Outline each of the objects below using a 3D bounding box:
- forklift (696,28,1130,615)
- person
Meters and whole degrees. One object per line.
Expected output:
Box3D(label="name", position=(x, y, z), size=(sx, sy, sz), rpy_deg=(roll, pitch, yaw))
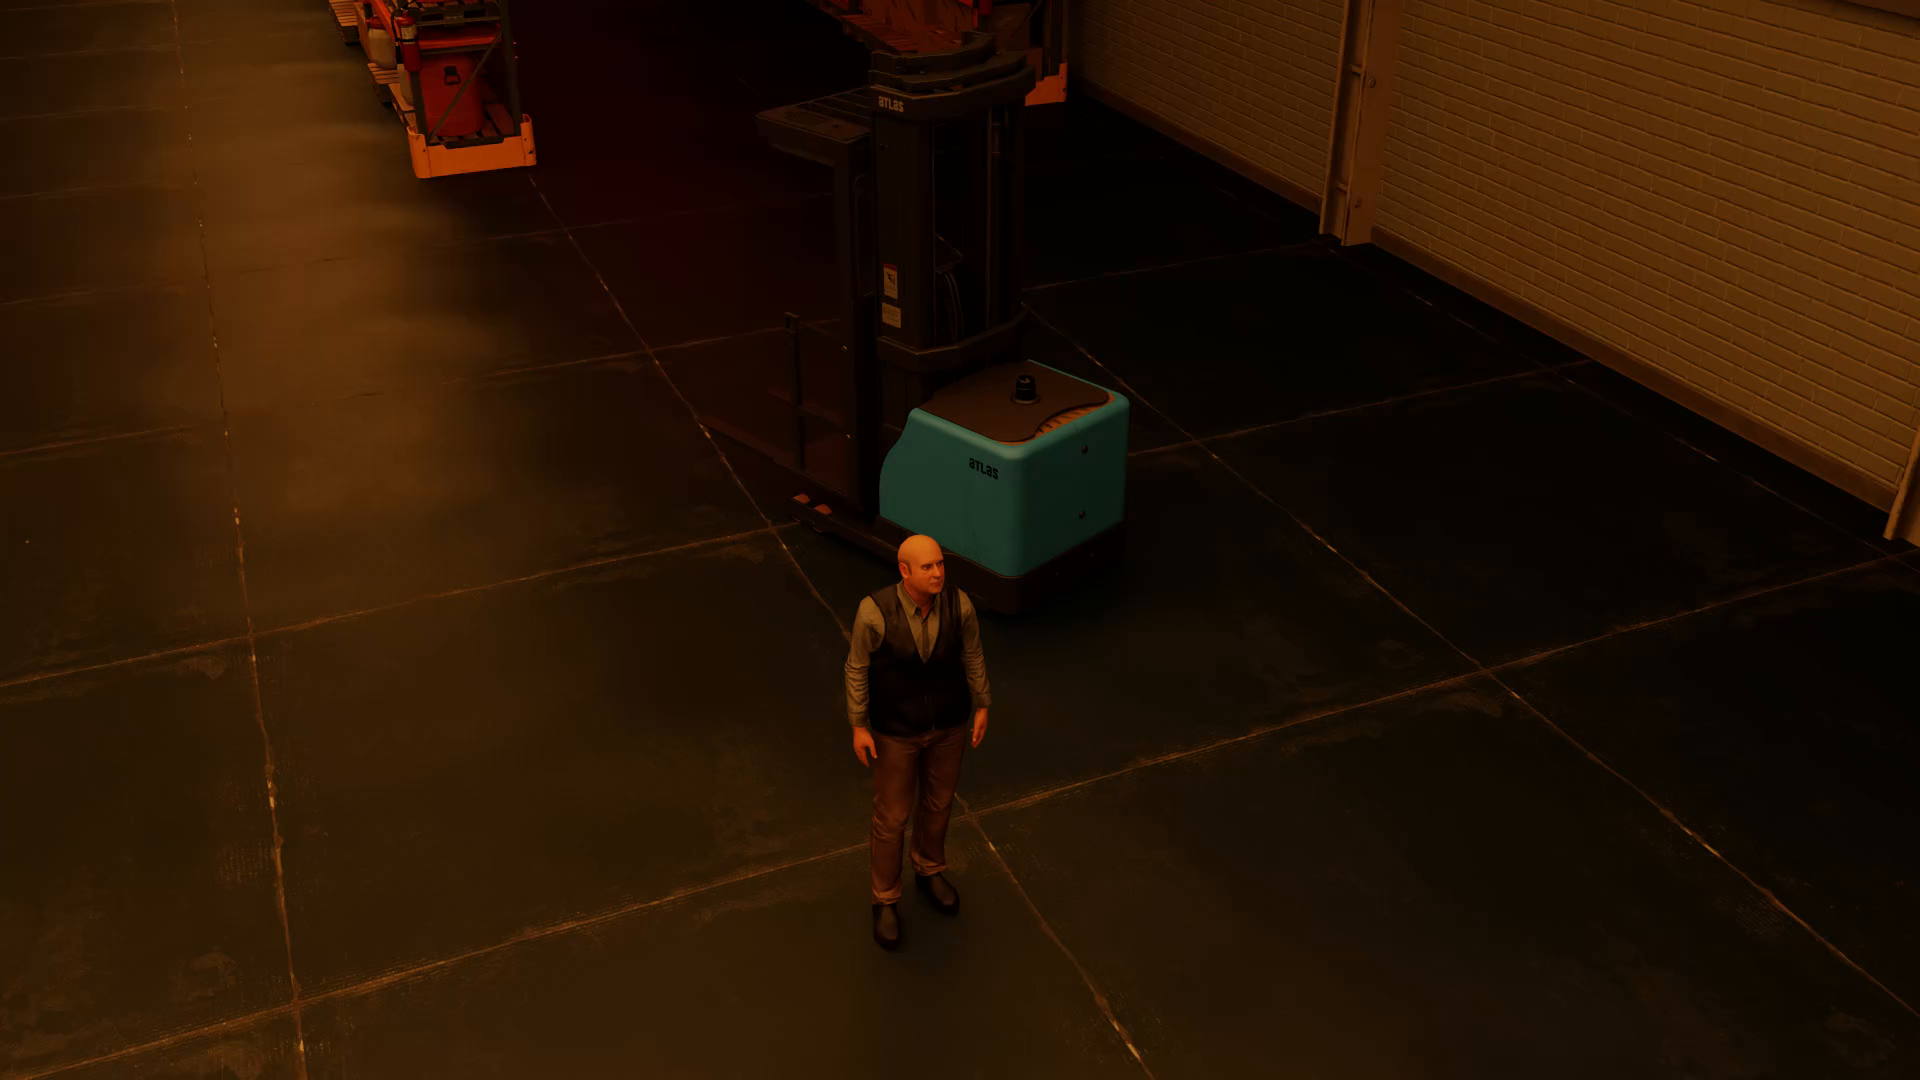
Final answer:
Box3D(label="forklift", position=(-0.436, -1.483, 9.714), size=(3.031, 2.935, 1.130), rpy_deg=(26, 39, 37))
Box3D(label="person", position=(-0.147, 0.837, 6.932), size=(0.633, 1.649, 0.567), rpy_deg=(-12, 32, -19))
